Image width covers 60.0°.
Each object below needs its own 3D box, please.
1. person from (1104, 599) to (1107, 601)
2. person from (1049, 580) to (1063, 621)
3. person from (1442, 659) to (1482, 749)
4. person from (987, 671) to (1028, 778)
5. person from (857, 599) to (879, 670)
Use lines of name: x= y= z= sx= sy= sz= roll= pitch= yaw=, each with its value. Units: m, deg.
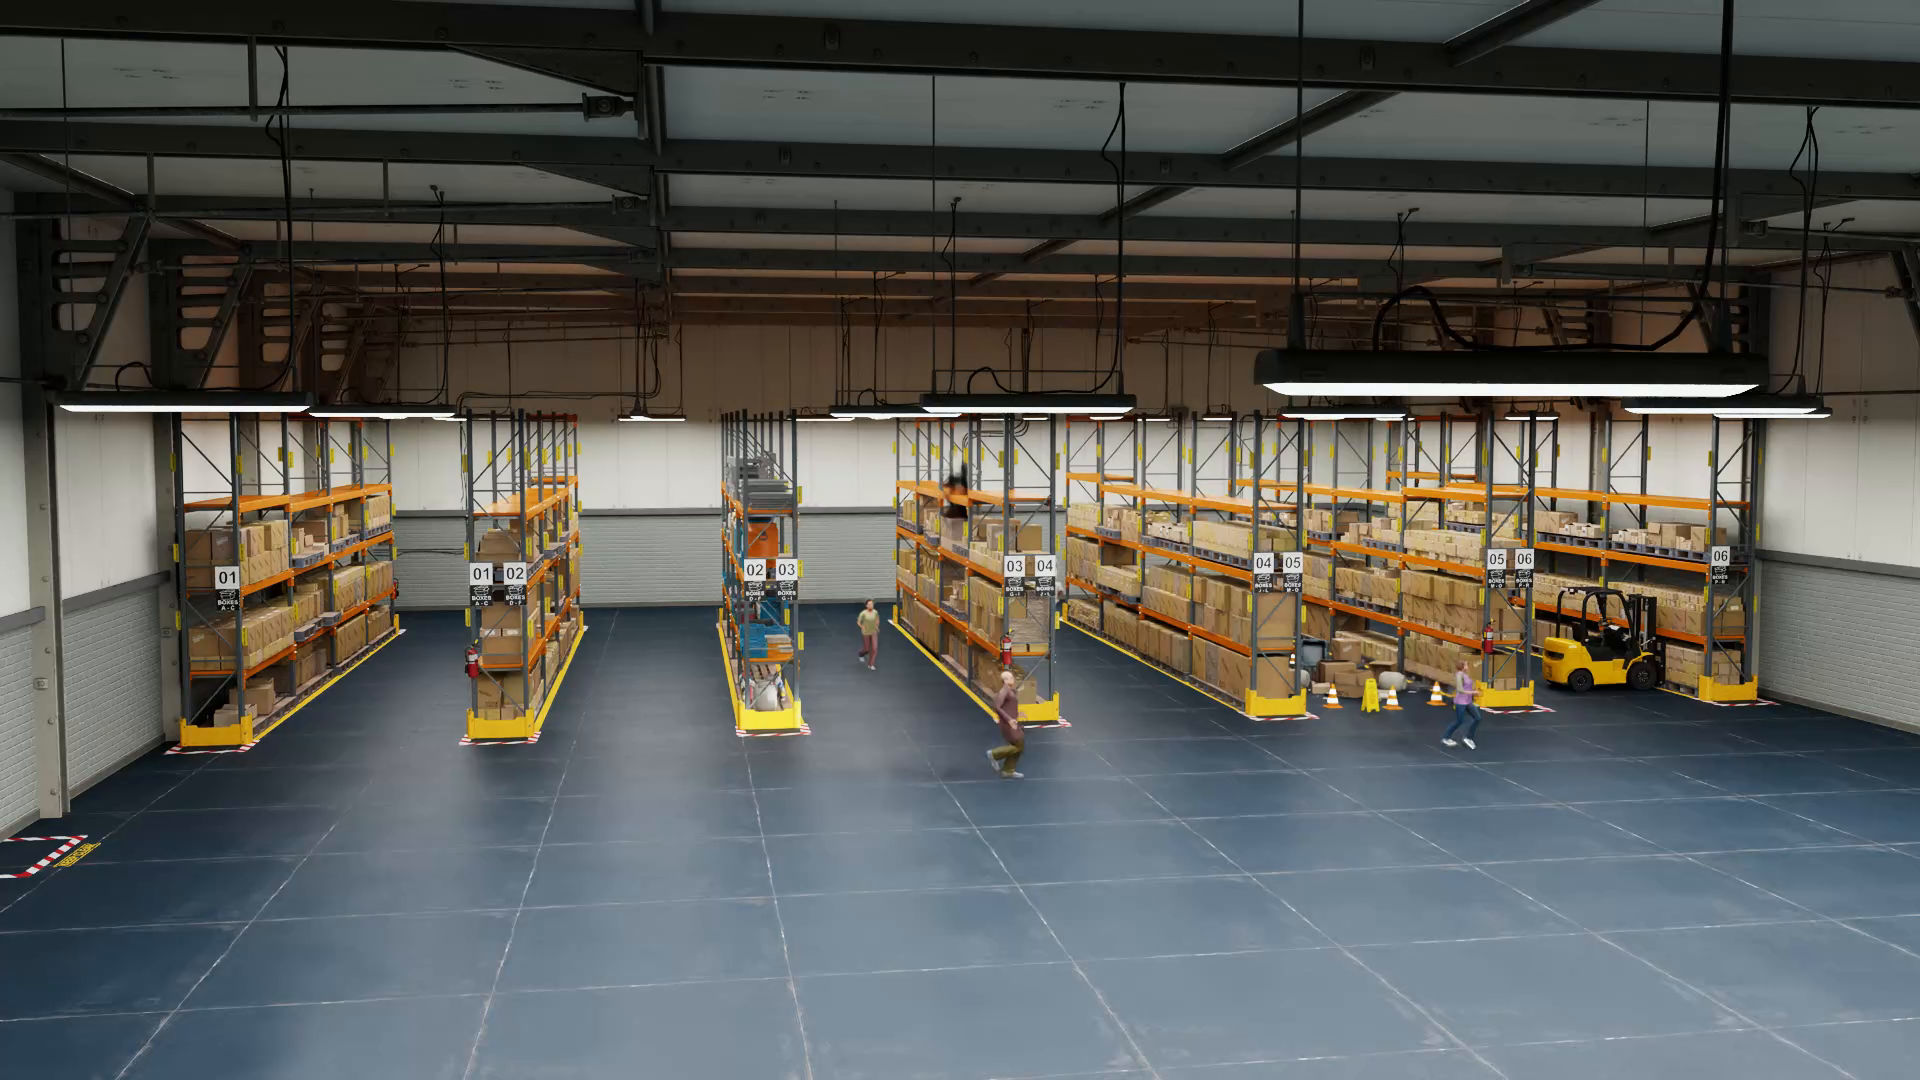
person: x=4.255 y=1.484 z=49.952 sx=0.538 sy=1.534 sz=0.702 roll=2 pitch=4 yaw=27
person: x=2.468 y=1.721 z=45.008 sx=0.665 sy=1.791 sz=0.709 roll=-1 pitch=4 yaw=-8
person: x=8.888 y=2.894 z=29.377 sx=0.690 sy=1.609 sz=0.546 roll=3 pitch=5 yaw=39
person: x=0.764 y=2.986 z=26.891 sx=0.638 sy=1.733 sz=0.709 roll=1 pitch=4 yaw=8
person: x=-2.146 y=2.192 z=38.953 sx=0.569 sy=1.637 sz=0.801 roll=-2 pitch=4 yaw=-23
